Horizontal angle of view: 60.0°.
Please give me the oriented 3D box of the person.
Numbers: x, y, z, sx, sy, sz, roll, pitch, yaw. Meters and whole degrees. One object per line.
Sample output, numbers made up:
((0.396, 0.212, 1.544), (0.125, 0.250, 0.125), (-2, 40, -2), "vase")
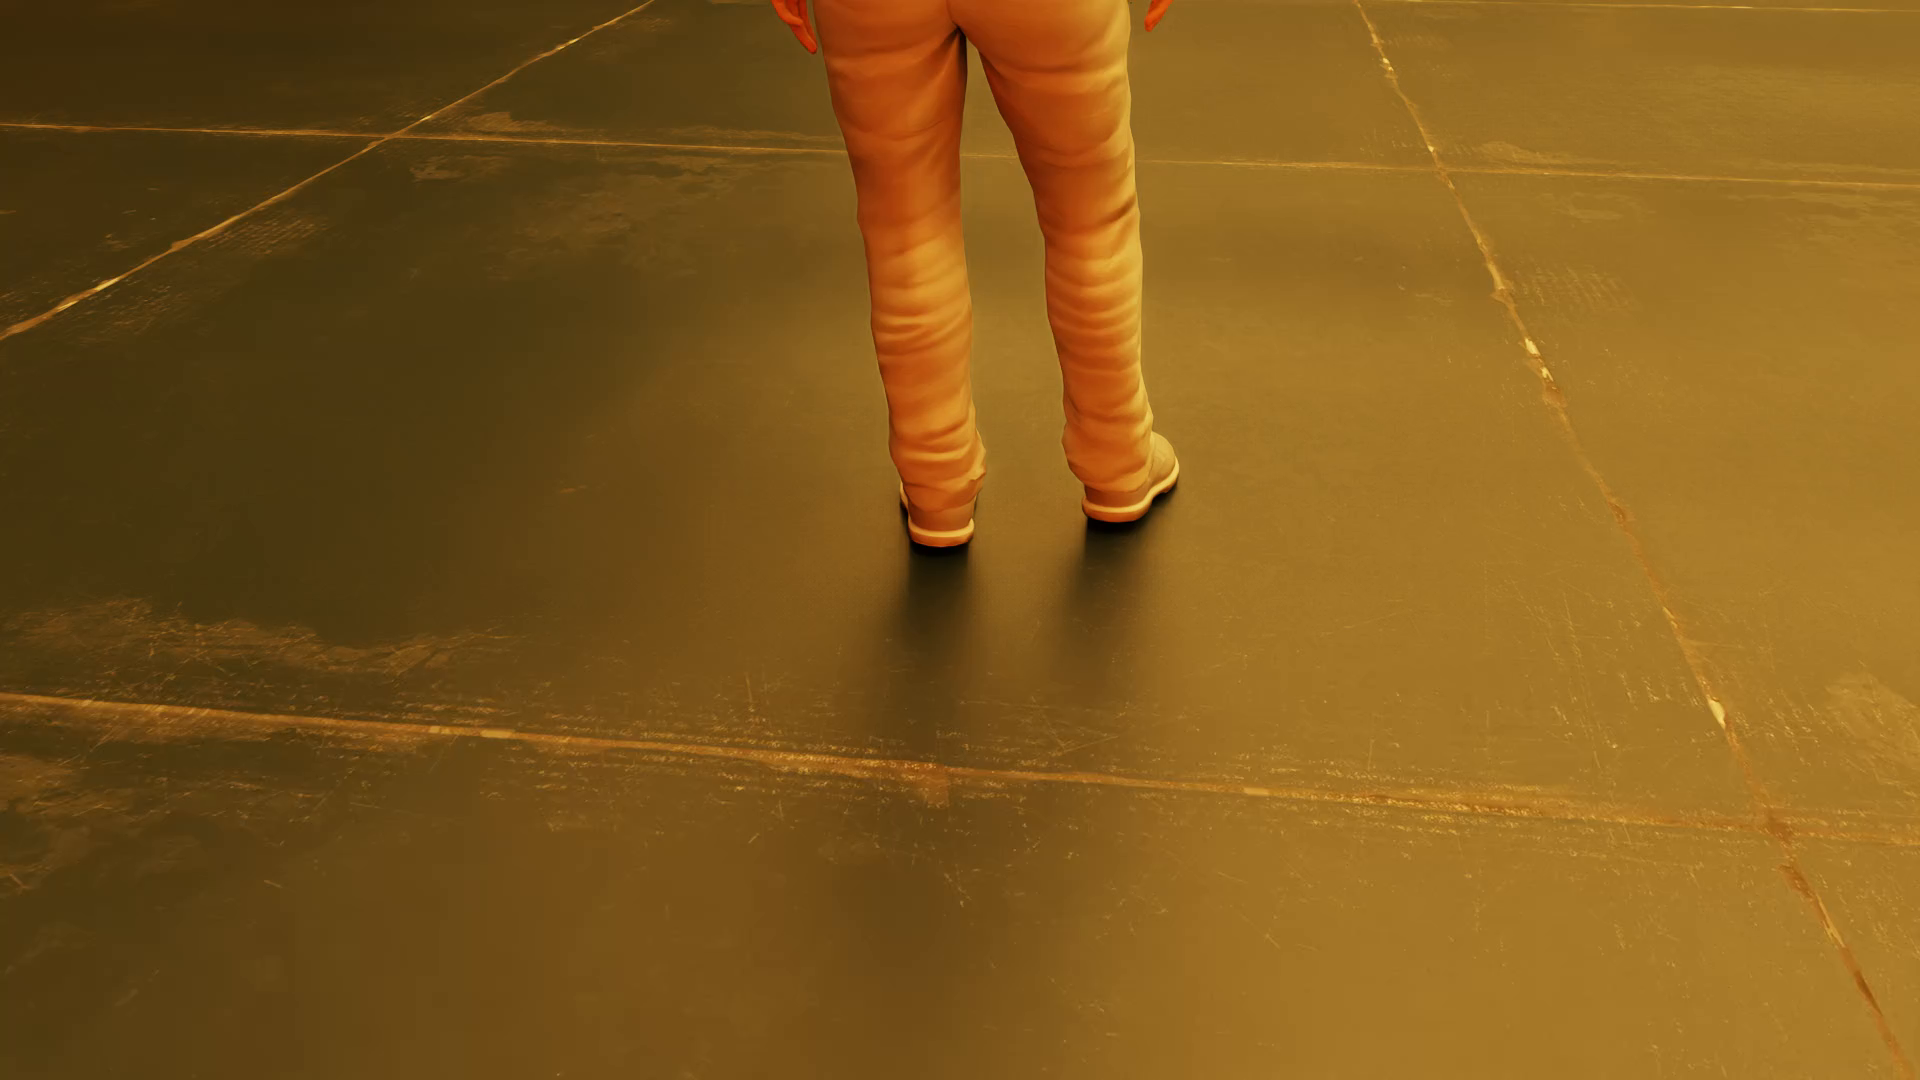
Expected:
((0.035, -0.781, 2.191), (0.594, 1.660, 0.529), (3, 27, 7), "person")
